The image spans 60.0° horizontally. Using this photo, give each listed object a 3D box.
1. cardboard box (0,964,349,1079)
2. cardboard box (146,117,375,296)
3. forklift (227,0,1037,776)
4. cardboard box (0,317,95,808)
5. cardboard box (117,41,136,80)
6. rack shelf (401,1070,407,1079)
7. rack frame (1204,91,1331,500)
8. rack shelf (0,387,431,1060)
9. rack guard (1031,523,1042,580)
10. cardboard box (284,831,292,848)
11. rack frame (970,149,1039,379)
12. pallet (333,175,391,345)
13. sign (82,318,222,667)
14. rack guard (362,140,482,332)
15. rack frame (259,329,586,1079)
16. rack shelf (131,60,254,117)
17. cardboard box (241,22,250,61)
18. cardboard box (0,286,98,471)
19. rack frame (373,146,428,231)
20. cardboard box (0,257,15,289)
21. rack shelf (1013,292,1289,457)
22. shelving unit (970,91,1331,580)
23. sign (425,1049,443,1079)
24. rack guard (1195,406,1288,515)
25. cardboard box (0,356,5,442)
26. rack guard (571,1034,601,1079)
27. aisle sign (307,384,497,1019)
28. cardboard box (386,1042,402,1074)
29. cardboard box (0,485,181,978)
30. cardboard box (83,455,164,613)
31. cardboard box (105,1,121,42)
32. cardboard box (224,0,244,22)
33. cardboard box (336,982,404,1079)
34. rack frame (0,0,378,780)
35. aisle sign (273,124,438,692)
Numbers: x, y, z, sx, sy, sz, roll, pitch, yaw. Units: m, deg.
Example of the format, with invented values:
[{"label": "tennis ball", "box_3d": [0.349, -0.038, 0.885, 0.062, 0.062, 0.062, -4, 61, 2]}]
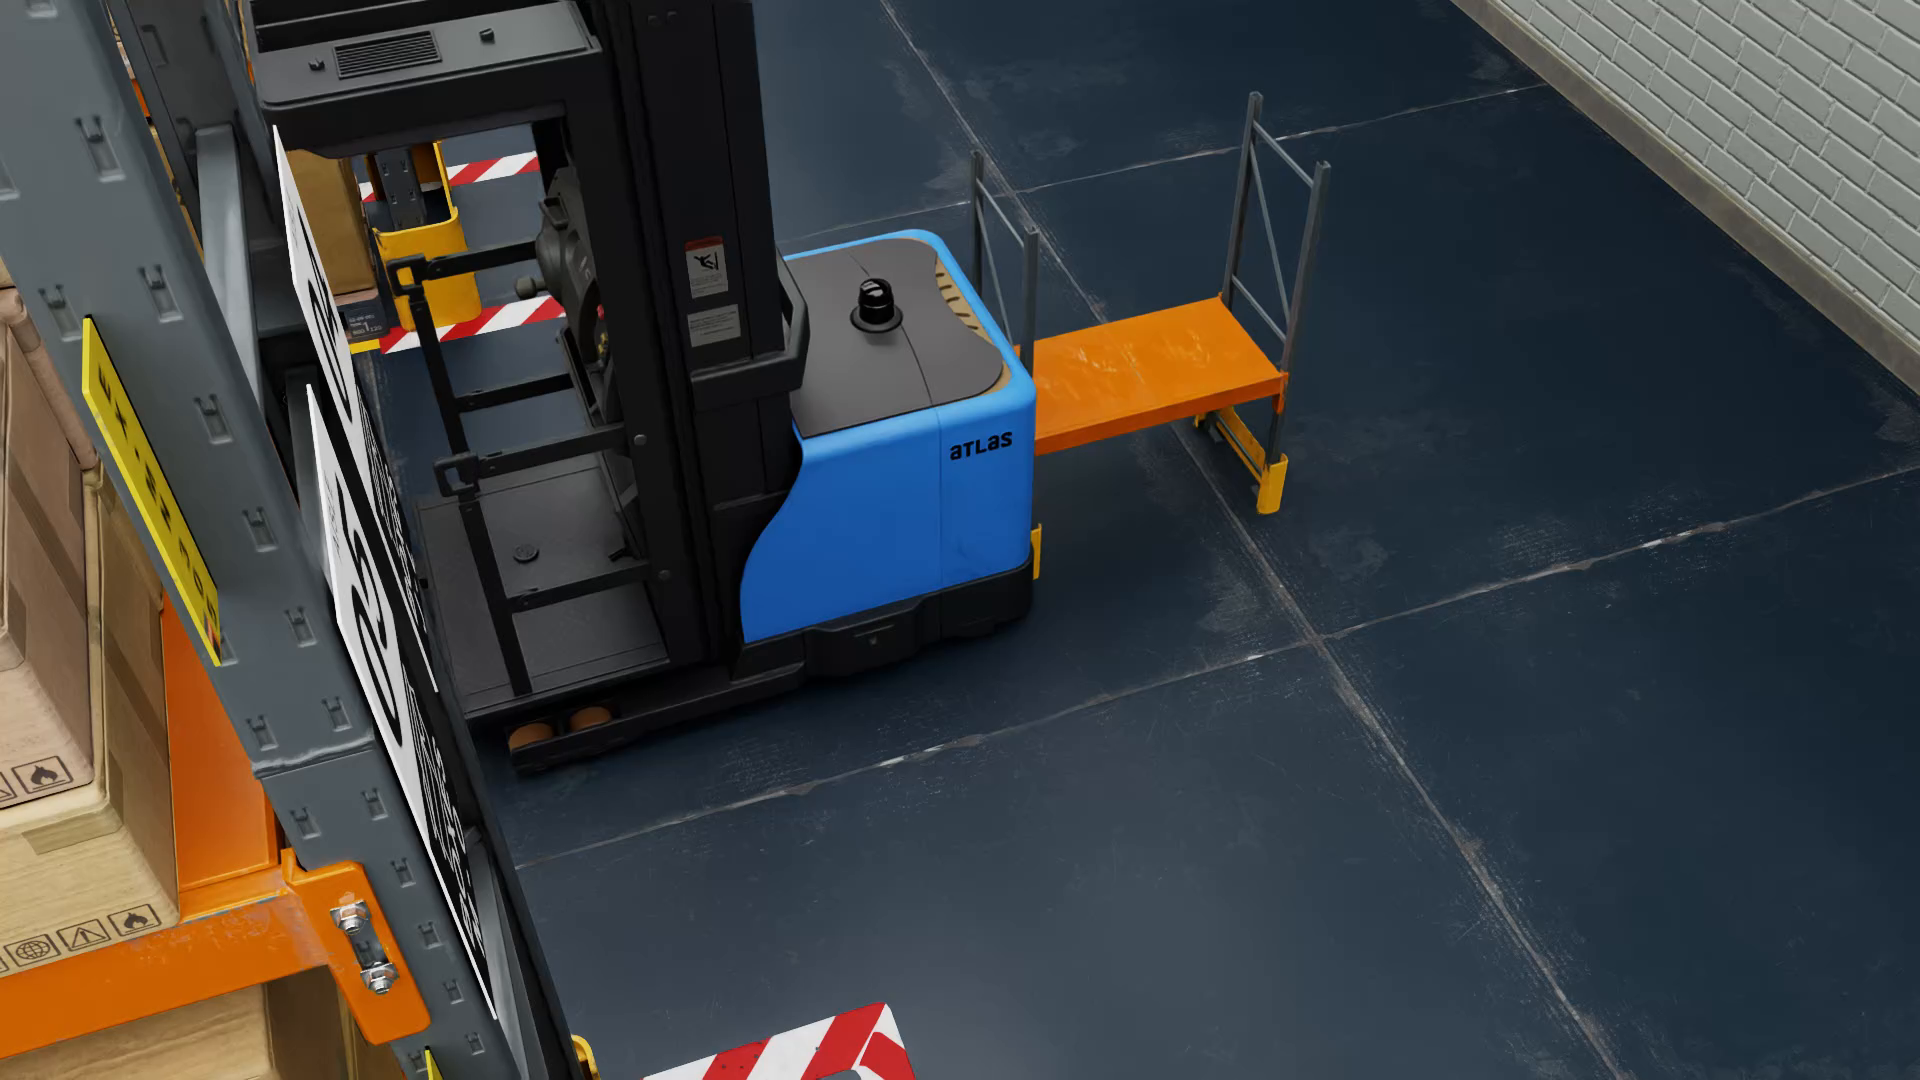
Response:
[{"label": "cardboard box", "box_3d": [-1.202, 0.747, 2.401, 0.500, 0.500, 0.500, -15, 47, -15]}, {"label": "cardboard box", "box_3d": [-3.020, -1.555, 6.885, 0.875, 0.875, 0.875, -14, 47, -14]}, {"label": "forklift", "box_3d": [-1.313, -0.697, 4.875, 3.031, 2.935, 1.130, -15, 47, -15]}, {"label": "cardboard box", "box_3d": [-1.203, 0.063, 1.705, 0.500, 0.250, 0.500, -16, 47, -15]}, {"label": "cardboard box", "box_3d": [-3.150, -1.847, 6.150, 0.250, 0.149, 0.380, -14, 47, -14]}, {"label": "rack shelf", "box_3d": [-2.737, 1.700, 2.946, 4.000, 0.370, 1.077, -14, 47, -14]}, {"label": "rack frame", "box_3d": [1.087, -0.827, 6.015, 0.032, 1.500, 0.500, -15, 47, -15]}, {"label": "rack shelf", "box_3d": [-2.737, 0.641, 1.884, 4.000, 0.370, 1.077, -14, 47, -14]}, {"label": "rack guard", "box_3d": [0.155, -0.133, 6.206, 0.087, 0.250, 0.587, -15, 47, -15]}, {"label": "cardboard box", "box_3d": [-1.369, 0.403, 2.744, 0.500, 0.500, 0.500, -15, 47, -14]}, {"label": "rack frame", "box_3d": [0.137, -0.569, 5.759, 0.032, 1.500, 0.500, -15, 47, -15]}, {"label": "pallet", "box_3d": [-3.171, -1.135, 7.232, 1.213, 0.211, 1.003, -14, 47, -14]}, {"label": "sign", "box_3d": [-0.687, -0.032, 1.421, 0.005, 0.325, 0.100, -14, 47, -14]}, {"label": "rack guard", "box_3d": [-2.423, -1.487, 7.379, 0.348, 0.500, 1.175, -14, 47, -14]}, {"label": "rack frame", "box_3d": [-0.856, 0.965, 3.171, 0.127, 3.000, 1.000, -14, 47, -14]}, {"label": "rack shelf", "box_3d": [-4.326, -1.629, 6.264, 4.000, 0.370, 1.077, -14, 47, -14]}, {"label": "cardboard box", "box_3d": [-2.668, -1.970, 6.273, 0.250, 0.149, 0.380, -14, 47, -13]}, {"label": "cardboard box", "box_3d": [-1.367, -0.283, 2.049, 0.500, 0.250, 0.500, -14, 47, -13]}, {"label": "rack frame", "box_3d": [-2.445, -2.364, 6.488, 0.127, 3.000, 1.000, -14, 47, -14]}, {"label": "cardboard box", "box_3d": [-1.238, -0.432, 1.917, 0.250, 0.149, 0.380, -15, 47, -14]}, {"label": "rack shelf", "box_3d": [0.612, -0.571, 6.014, 1.000, 0.185, 0.538, -15, 47, -15]}, {"label": "shelving unit", "box_3d": [0.620, -0.700, 5.889, 1.083, 1.500, 0.587, -15, 47, -15]}, {"label": "sign", "box_3d": [-0.687, 0.819, 2.275, 0.005, 0.325, 0.100, -14, 47, -14]}, {"label": "rack guard", "box_3d": [1.085, -0.385, 6.457, 0.087, 0.250, 0.587, -15, 47, -15]}, {"label": "cardboard box", "box_3d": [-1.069, -0.083, 1.568, 0.250, 0.149, 0.380, -15, 47, -14]}, {"label": "rack guard", "box_3d": [-0.928, 1.865, 4.038, 0.348, 0.500, 1.175, -14, 47, -14]}, {"label": "aisle sign", "box_3d": [-0.686, 0.229, 2.068, 0.004, 0.787, 0.394, -14, 47, -14]}, {"label": "cardboard box", "box_3d": [-1.372, 0.748, 3.106, 0.500, 0.500, 0.500, -12, 46, -12]}, {"label": "cardboard box", "box_3d": [-1.194, 0.245, 1.877, 0.500, 0.250, 0.500, -15, 47, -15]}, {"label": "cardboard box", "box_3d": [-1.365, -0.103, 2.223, 0.500, 0.250, 0.500, -13, 46, -12]}, {"label": "cardboard box", "box_3d": [-3.288, -2.001, 6.022, 0.500, 0.250, 0.500, -15, 47, -15]}, {"label": "cardboard box", "box_3d": [-2.811, -2.123, 6.144, 0.500, 0.250, 0.500, -15, 47, -14]}, {"label": "cardboard box", "box_3d": [-1.191, 1.104, 2.751, 0.500, 0.500, 0.500, -13, 47, -13]}, {"label": "rack frame", "box_3d": [-0.856, -1.153, 1.046, 0.127, 3.000, 1.000, -14, 47, -14]}, {"label": "aisle sign", "box_3d": [-0.889, -0.170, 2.466, 0.004, 0.787, 0.394, -14, 47, -14]}]
